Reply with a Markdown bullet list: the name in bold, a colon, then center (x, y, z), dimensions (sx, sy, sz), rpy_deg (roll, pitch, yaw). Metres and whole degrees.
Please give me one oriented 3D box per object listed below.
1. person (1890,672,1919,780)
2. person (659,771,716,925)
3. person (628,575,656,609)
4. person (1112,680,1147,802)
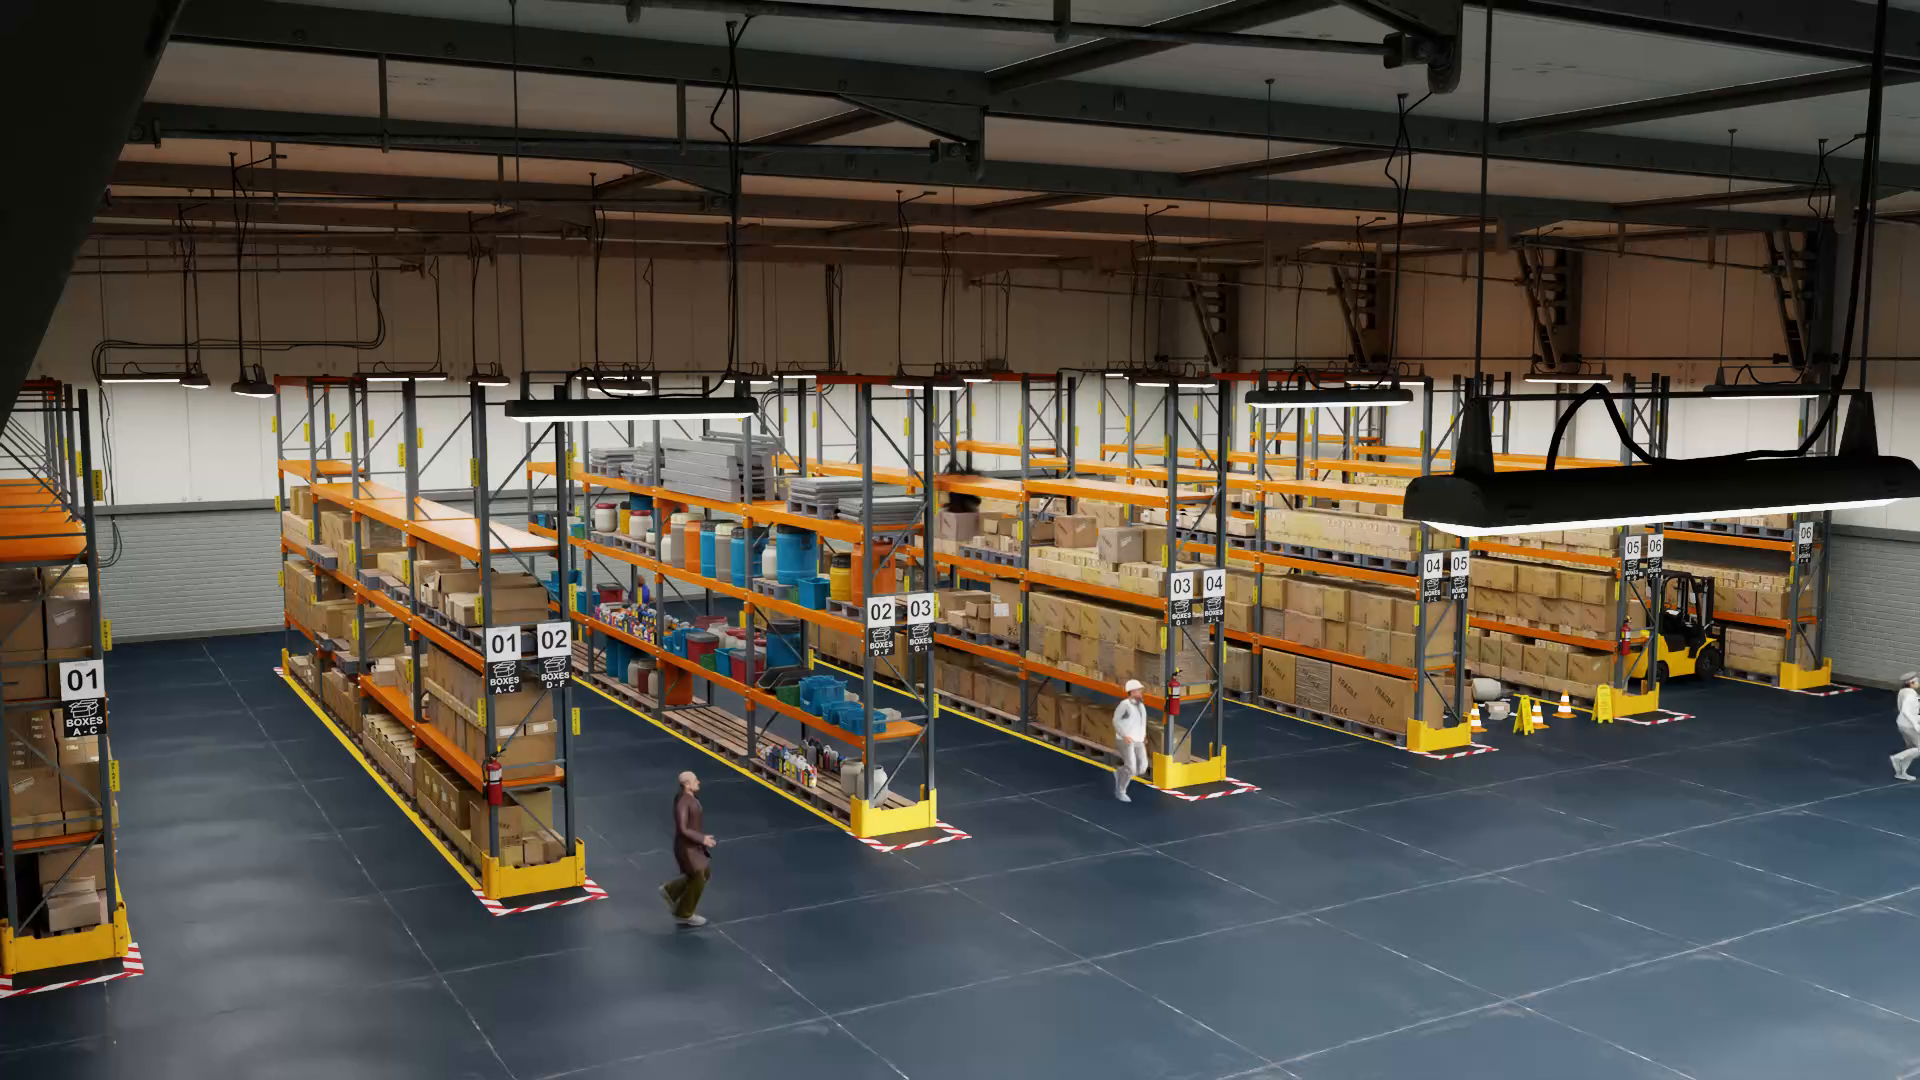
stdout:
- **person**: center (14.254, 2.792, 24.951), dimensions (0.547, 1.651, 0.618), rpy_deg (1, 6, 13)
- **person**: center (-3.057, 3.474, 18.629), dimensions (0.660, 1.666, 0.751), rpy_deg (-1, 6, -5)
- **person**: center (-6.945, 1.564, 36.417), dimensions (0.595, 1.604, 0.599), rpy_deg (5, 8, 37)
- **person**: center (2.465, 2.875, 23.990), dimensions (0.703, 1.727, 0.542), rpy_deg (-6, 9, -44)
